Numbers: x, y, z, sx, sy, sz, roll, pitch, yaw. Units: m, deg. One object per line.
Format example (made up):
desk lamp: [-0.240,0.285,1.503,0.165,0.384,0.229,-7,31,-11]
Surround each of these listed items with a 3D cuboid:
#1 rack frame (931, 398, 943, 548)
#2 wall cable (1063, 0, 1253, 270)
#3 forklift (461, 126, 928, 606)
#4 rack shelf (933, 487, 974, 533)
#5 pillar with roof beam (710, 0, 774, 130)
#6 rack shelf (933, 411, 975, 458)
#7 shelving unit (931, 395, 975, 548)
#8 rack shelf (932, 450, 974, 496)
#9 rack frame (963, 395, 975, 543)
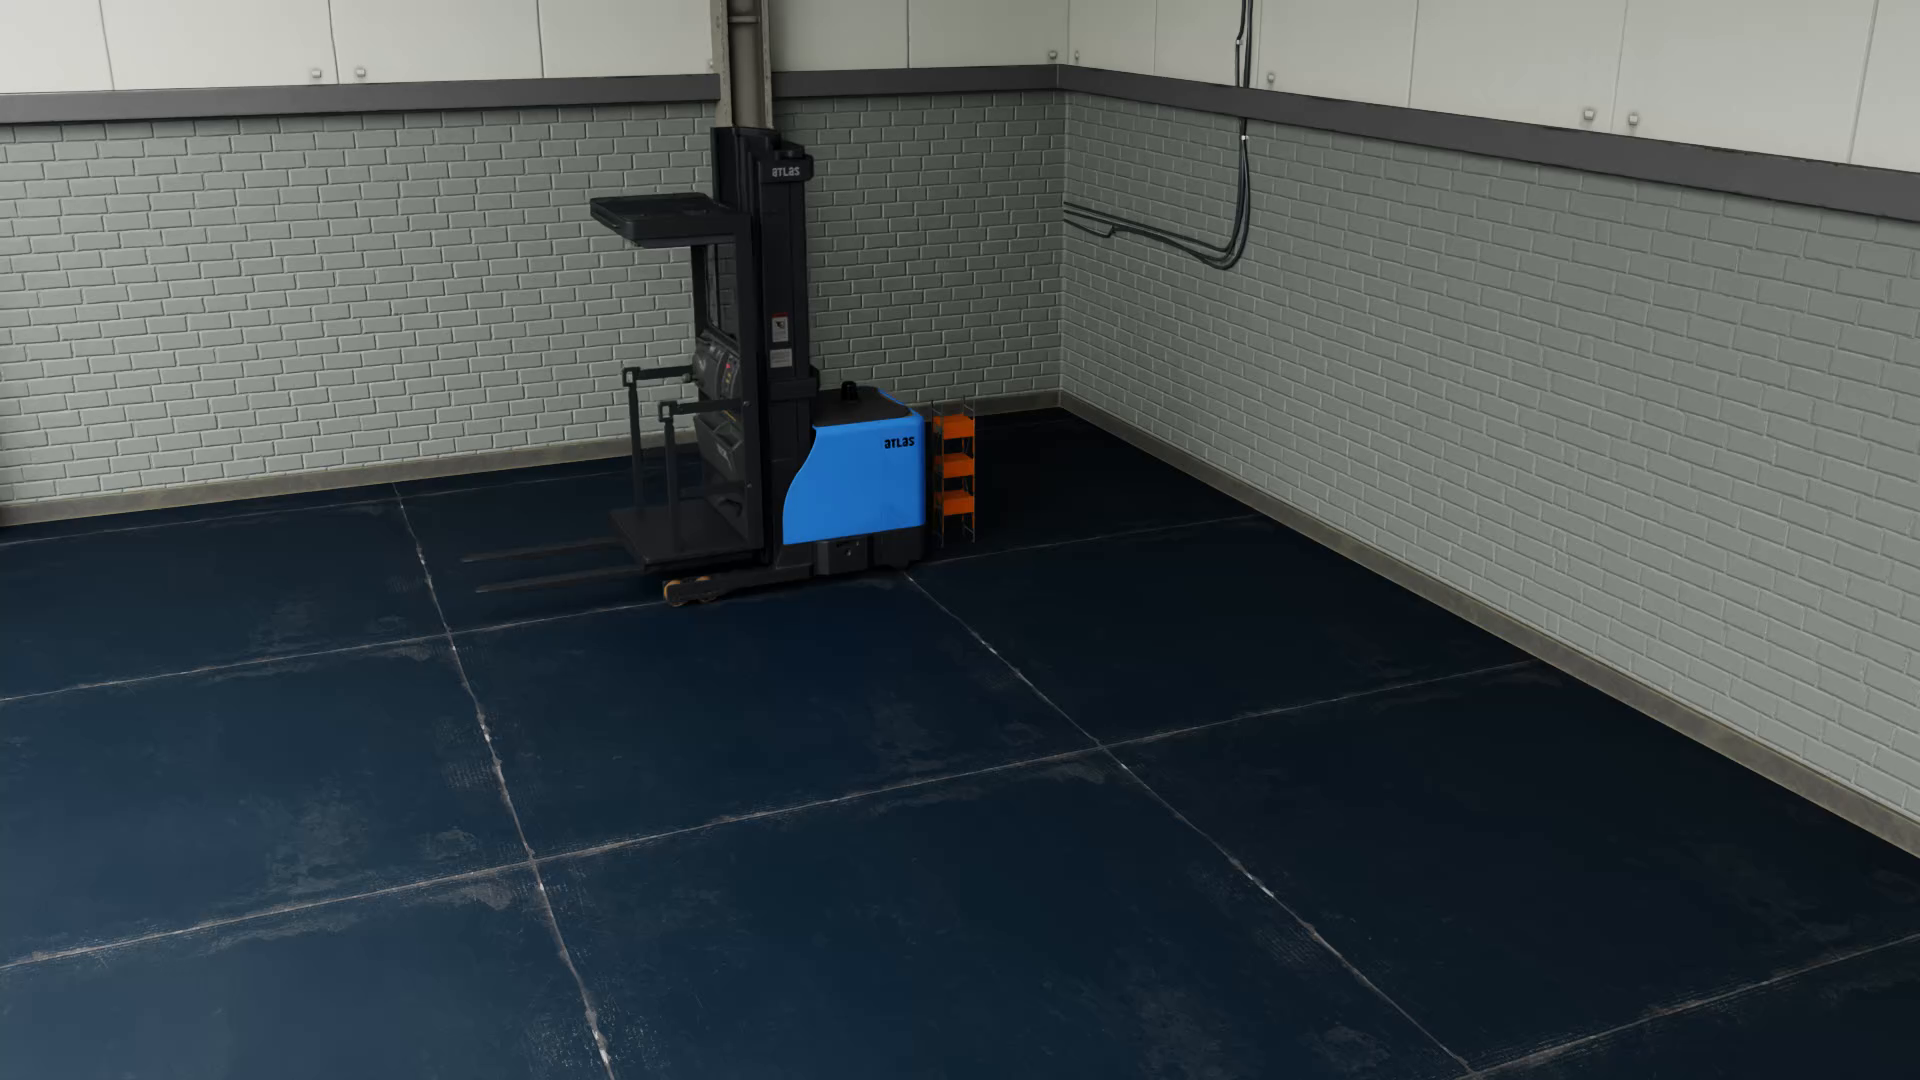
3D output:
rack frame: [-0.161,-0.472,11.782,0.008,1.050,0.200,-8,21,-22]
wall cable: [1.483,-3.586,13.331,0.112,2.526,3.097,-8,21,-22]
forklift: [-1.783,-1.151,10.877,3.031,2.935,1.130,-8,21,-22]
rack shelf: [-0.049,-0.216,11.923,0.240,0.259,0.215,-8,21,-22]
pillar with roof beam: [-0.041,-3.753,9.132,0.400,9.000,9.100,-8,21,-22]
rack shelf: [-0.049,-0.746,11.737,0.240,0.259,0.215,-8,21,-22]
shelving unit: [-0.049,-0.488,11.828,0.252,1.050,0.215,-8,21,-22]
rack shelf: [-0.049,-0.478,11.831,0.240,0.259,0.215,-8,21,-22]
rack frame: [0.063,-0.504,11.873,0.008,1.050,0.200,-8,21,-22]
